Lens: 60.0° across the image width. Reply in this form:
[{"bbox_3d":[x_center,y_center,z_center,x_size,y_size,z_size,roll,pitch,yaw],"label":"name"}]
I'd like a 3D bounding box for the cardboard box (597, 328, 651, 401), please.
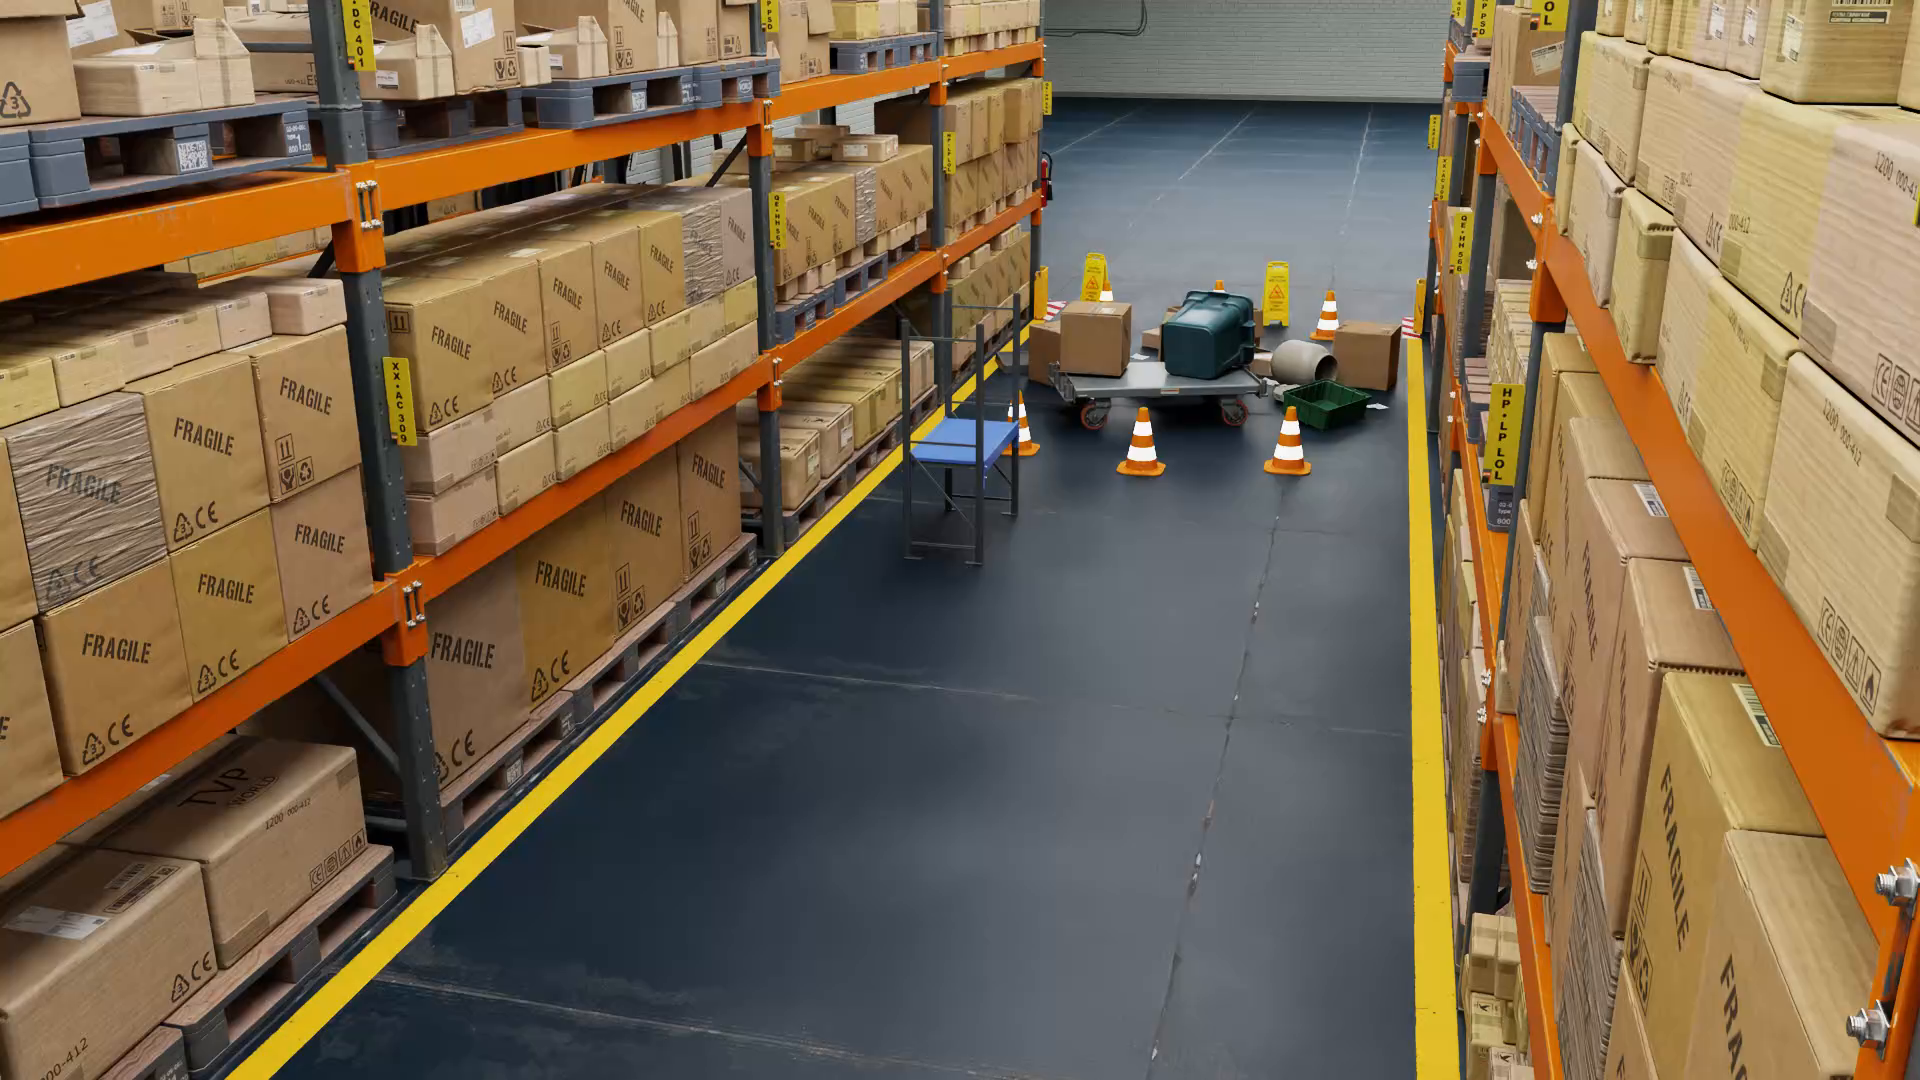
[{"bbox_3d":[-1.827,-0.861,8.026,0.500,0.250,0.500,4,19,12],"label":"cardboard box"}]

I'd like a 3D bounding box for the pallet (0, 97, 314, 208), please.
[{"bbox_3d":[-2.789,-1.221,5.119,1.003,0.211,1.213,5,19,13],"label":"pallet"}]

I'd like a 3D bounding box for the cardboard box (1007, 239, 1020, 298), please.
[{"bbox_3d":[0.286,-2.677,16.330,0.500,0.500,0.500,5,20,15],"label":"cardboard box"}]

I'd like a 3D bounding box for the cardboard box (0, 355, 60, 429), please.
[{"bbox_3d":[-2.719,-0.410,4.541,0.380,0.149,0.250,4,19,12],"label":"cardboard box"}]

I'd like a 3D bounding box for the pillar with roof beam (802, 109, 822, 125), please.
[{"bbox_3d":[1.601,-10.365,27.110,9.100,9.000,0.400,5,19,13],"label":"pillar with roof beam"}]

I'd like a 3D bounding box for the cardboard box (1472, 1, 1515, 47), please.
[{"bbox_3d":[3.188,-2.969,9.431,0.500,0.311,0.500,5,19,13],"label":"cardboard box"}]

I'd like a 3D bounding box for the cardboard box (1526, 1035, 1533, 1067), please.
[{"bbox_3d":[1.780,1.469,4.588,0.380,0.149,0.250,4,19,12],"label":"cardboard box"}]

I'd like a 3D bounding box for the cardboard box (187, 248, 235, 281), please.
[{"bbox_3d":[-5.824,-2.112,12.462,0.500,0.250,0.500,4,19,12],"label":"cardboard box"}]

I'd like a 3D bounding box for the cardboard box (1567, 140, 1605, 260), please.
[{"bbox_3d":[1.763,-0.807,4.000,0.500,0.250,0.500,4,19,13],"label":"cardboard box"}]

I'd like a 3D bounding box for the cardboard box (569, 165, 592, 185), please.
[{"bbox_3d":[-4.327,-4.124,17.965,0.500,0.500,0.500,4,19,12],"label":"cardboard box"}]

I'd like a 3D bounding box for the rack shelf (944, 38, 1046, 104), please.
[{"bbox_3d":[-0.136,-4.313,15.146,1.077,0.370,4.000,5,19,13],"label":"rack shelf"}]

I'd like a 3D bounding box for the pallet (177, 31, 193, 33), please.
[{"bbox_3d":[-5.641,-4.049,13.557,0.805,0.209,1.217,4,19,11],"label":"pallet"}]

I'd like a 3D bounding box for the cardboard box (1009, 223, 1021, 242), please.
[{"bbox_3d":[0.386,-3.028,16.352,0.380,0.149,0.250,5,20,15],"label":"cardboard box"}]

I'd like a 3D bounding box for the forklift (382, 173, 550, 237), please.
[{"bbox_3d":[-3.217,-1.850,11.569,1.130,2.935,3.031,4,19,12],"label":"forklift"}]

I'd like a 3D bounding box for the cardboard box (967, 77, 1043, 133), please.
[{"bbox_3d":[0.440,-4.345,16.605,0.700,0.500,0.500,4,19,12],"label":"cardboard box"}]

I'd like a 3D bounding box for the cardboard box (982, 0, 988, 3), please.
[{"bbox_3d":[0.034,-4.770,14.527,0.380,0.149,0.250,4,19,13],"label":"cardboard box"}]

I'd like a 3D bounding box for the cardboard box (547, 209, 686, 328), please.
[{"bbox_3d":[-1.719,-1.374,8.369,0.500,0.500,0.500,5,19,13],"label":"cardboard box"}]

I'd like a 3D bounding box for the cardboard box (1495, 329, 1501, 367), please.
[{"bbox_3d":[2.784,-0.910,7.989,0.380,0.149,0.250,4,19,12],"label":"cardboard box"}]

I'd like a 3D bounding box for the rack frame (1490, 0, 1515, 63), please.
[{"bbox_3d":[3.223,-3.833,7.987,1.000,3.000,0.127,5,19,13],"label":"rack frame"}]

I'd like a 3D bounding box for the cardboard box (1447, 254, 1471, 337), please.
[{"bbox_3d":[3.318,-1.517,10.332,0.500,0.500,0.500,4,19,12],"label":"cardboard box"}]

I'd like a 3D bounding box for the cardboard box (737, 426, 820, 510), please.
[{"bbox_3d":[-1.454,-0.485,10.882,0.950,0.372,0.625,3,19,10],"label":"cardboard box"}]

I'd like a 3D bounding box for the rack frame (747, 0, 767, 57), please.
[{"bbox_3d":[-1.602,-4.192,9.039,1.000,3.000,0.127,5,19,13],"label":"rack frame"}]

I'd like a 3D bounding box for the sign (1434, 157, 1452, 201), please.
[{"bbox_3d":[3.662,-2.738,12.602,0.100,0.325,0.005,5,19,13],"label":"sign"}]

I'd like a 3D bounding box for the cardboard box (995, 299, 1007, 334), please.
[{"bbox_3d":[0.160,-2.157,15.967,0.500,0.250,0.500,4,19,11],"label":"cardboard box"}]

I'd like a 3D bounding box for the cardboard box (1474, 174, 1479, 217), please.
[{"bbox_3d":[3.961,-2.451,11.520,0.700,0.500,0.500,4,19,12],"label":"cardboard box"}]

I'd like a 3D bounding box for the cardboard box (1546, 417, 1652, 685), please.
[{"bbox_3d":[1.634,0.040,3.768,0.500,0.500,0.500,5,19,14],"label":"cardboard box"}]

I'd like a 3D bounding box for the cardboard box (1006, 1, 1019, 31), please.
[{"bbox_3d":[0.243,-4.848,15.371,0.500,0.250,0.500,5,20,15],"label":"cardboard box"}]

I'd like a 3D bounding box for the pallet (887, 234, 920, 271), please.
[{"bbox_3d":[-0.952,-2.288,13.042,1.003,0.211,1.213,5,19,13],"label":"pallet"}]

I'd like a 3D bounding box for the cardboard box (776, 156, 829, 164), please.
[{"bbox_3d":[-1.273,-2.558,12.273,0.500,0.500,0.500,5,19,13],"label":"cardboard box"}]

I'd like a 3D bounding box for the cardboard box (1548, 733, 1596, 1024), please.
[{"bbox_3d":[1.506,0.688,3.417,0.500,0.500,0.500,6,20,16],"label":"cardboard box"}]

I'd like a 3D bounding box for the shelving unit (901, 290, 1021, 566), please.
[{"bbox_3d":[0.021,-0.736,10.523,0.538,1.500,1.048,5,19,13],"label":"shelving unit"}]

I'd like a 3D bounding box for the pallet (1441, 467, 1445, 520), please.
[{"bbox_3d":[3.789,-0.297,11.230,1.003,0.211,1.213,5,19,13],"label":"pallet"}]

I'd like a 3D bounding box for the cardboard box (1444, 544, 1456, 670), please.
[{"bbox_3d":[2.683,0.350,8.241,0.500,0.500,0.500,5,19,14],"label":"cardboard box"}]

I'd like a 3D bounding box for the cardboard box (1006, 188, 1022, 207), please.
[{"bbox_3d":[0.398,-3.358,16.266,0.380,0.149,0.250,5,19,14],"label":"cardboard box"}]

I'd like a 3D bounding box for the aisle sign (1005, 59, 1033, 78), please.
[{"bbox_3d":[0.649,-5.087,16.919,0.394,0.787,0.004,5,19,13],"label":"aisle sign"}]

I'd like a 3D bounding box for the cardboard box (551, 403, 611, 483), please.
[{"bbox_3d":[-1.950,-0.467,7.647,0.500,0.250,0.500,4,19,13],"label":"cardboard box"}]

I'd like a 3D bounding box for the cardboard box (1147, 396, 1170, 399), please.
[{"bbox_3d":[1.656,-1.399,14.372,0.258,0.266,0.396,-9,21,-24],"label":"cardboard box"}]

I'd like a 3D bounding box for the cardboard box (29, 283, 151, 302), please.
[{"bbox_3d":[-2.955,-0.767,5.587,0.380,0.149,0.250,5,19,14],"label":"cardboard box"}]

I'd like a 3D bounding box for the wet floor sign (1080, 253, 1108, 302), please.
[{"bbox_3d":[1.437,-2.722,17.657,0.267,0.644,0.232,12,22,32],"label":"wet floor sign"}]

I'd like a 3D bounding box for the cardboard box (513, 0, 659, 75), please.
[{"bbox_3d":[-1.751,-2.443,7.755,0.500,0.500,0.500,5,19,14],"label":"cardboard box"}]

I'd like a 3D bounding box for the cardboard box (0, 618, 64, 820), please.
[{"bbox_3d":[-2.816,0.502,4.422,0.500,0.500,0.500,5,20,15],"label":"cardboard box"}]

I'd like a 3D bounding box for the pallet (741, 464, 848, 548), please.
[{"bbox_3d":[-1.409,-0.278,11.176,1.003,0.211,1.213,5,19,13],"label":"pallet"}]

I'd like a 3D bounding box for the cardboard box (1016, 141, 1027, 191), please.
[{"bbox_3d":[0.361,-3.700,16.265,0.500,0.500,0.500,5,19,14],"label":"cardboard box"}]

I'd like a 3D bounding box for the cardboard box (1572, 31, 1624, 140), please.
[{"bbox_3d":[1.896,-1.193,4.359,0.500,0.250,0.500,5,20,15],"label":"cardboard box"}]

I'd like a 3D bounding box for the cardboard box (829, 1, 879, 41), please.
[{"bbox_3d":[-0.881,-3.642,11.650,0.500,0.250,0.500,5,19,14],"label":"cardboard box"}]

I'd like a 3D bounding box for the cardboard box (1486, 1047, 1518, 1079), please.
[{"bbox_3d":[1.770,1.664,4.935,0.380,0.149,0.250,5,19,13],"label":"cardboard box"}]

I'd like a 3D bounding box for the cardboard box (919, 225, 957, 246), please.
[{"bbox_3d":[-0.236,-2.561,13.935,0.380,0.149,0.250,5,19,13],"label":"cardboard box"}]

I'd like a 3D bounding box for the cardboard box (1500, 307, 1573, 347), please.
[{"bbox_3d":[2.730,-0.982,7.740,0.380,0.149,0.250,4,19,11],"label":"cardboard box"}]

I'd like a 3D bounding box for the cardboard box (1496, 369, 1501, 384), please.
[{"bbox_3d":[2.722,-0.696,7.824,0.380,0.149,0.250,6,20,16],"label":"cardboard box"}]

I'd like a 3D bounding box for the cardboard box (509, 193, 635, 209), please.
[{"bbox_3d":[-2.071,-1.582,8.977,0.500,0.500,0.500,5,19,14],"label":"cardboard box"}]

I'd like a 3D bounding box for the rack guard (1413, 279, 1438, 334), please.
[{"bbox_3d":[5.184,-2.326,16.724,1.175,0.500,0.348,5,19,13],"label":"rack guard"}]

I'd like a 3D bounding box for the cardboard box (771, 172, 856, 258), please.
[{"bbox_3d":[-1.023,-2.194,11.205,0.500,0.500,0.500,5,19,14],"label":"cardboard box"}]

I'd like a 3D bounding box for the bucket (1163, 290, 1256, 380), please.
[{"bbox_3d":[1.998,-1.643,13.569,0.726,0.611,0.620,12,32,32],"label":"bucket"}]

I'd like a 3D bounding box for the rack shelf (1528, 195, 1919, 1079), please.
[{"bbox_3d":[1.757,-0.192,3.082,1.077,0.370,4.000,5,19,13],"label":"rack shelf"}]
